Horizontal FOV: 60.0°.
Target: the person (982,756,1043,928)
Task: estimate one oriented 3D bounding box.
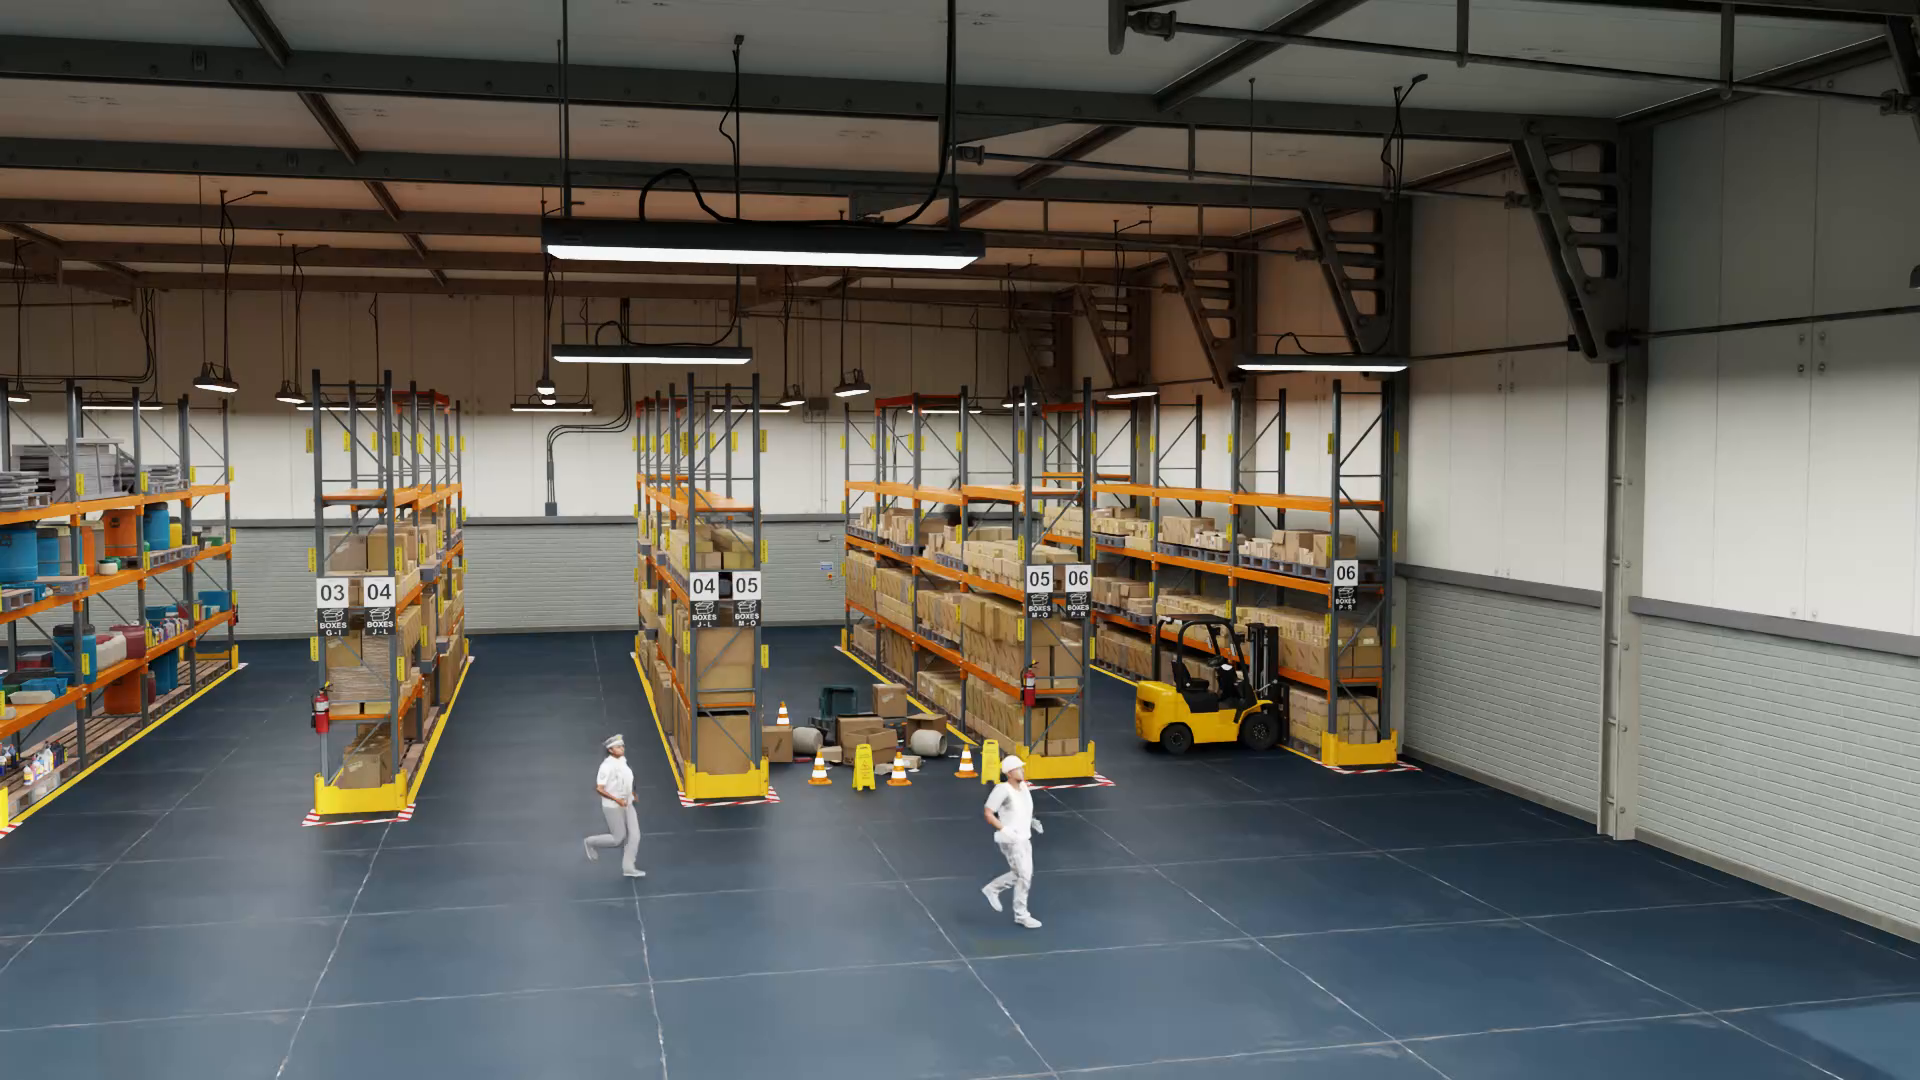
[{"bbox_3d":[0.514,3.121,17.320,0.735,1.764,0.683,2,4,28],"label":"person"}]

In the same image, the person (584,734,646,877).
[{"bbox_3d":[-3.972,3.069,19.292,0.773,1.653,0.593,1,4,23],"label":"person"}]
